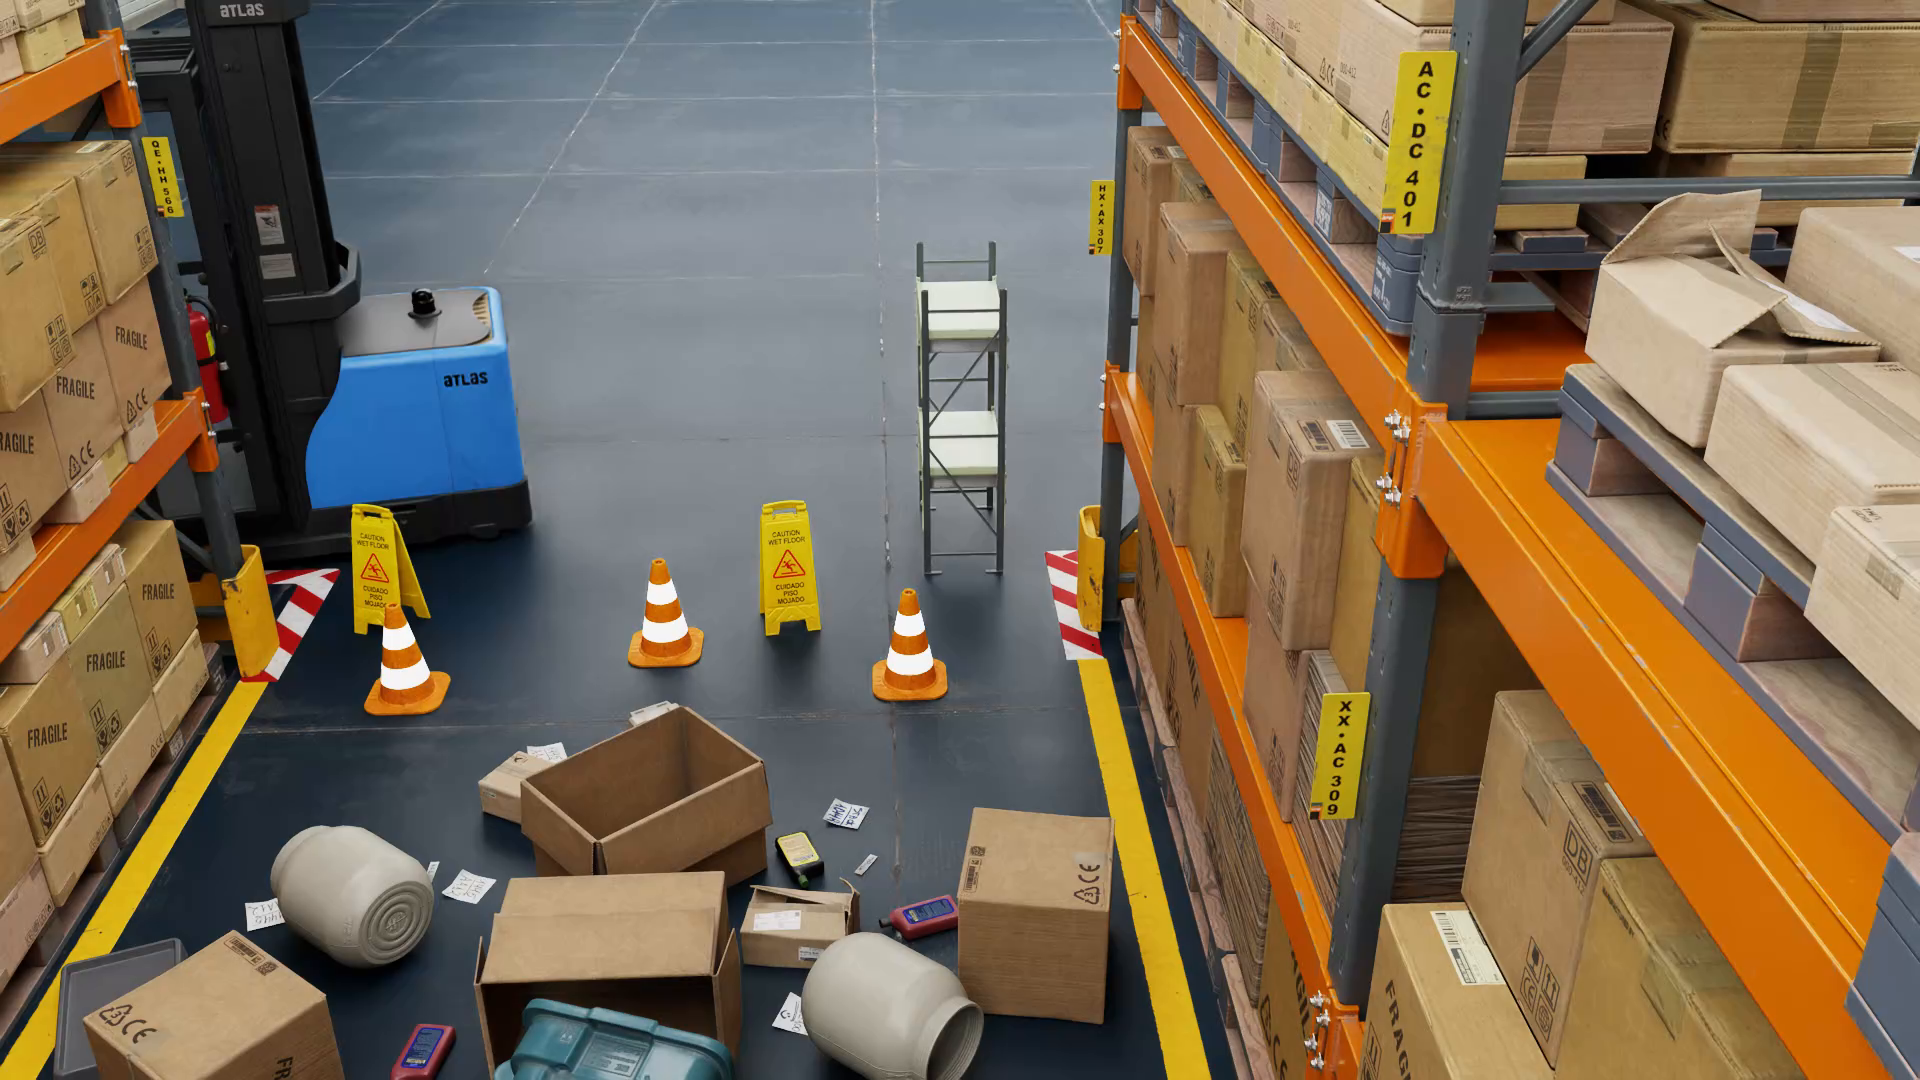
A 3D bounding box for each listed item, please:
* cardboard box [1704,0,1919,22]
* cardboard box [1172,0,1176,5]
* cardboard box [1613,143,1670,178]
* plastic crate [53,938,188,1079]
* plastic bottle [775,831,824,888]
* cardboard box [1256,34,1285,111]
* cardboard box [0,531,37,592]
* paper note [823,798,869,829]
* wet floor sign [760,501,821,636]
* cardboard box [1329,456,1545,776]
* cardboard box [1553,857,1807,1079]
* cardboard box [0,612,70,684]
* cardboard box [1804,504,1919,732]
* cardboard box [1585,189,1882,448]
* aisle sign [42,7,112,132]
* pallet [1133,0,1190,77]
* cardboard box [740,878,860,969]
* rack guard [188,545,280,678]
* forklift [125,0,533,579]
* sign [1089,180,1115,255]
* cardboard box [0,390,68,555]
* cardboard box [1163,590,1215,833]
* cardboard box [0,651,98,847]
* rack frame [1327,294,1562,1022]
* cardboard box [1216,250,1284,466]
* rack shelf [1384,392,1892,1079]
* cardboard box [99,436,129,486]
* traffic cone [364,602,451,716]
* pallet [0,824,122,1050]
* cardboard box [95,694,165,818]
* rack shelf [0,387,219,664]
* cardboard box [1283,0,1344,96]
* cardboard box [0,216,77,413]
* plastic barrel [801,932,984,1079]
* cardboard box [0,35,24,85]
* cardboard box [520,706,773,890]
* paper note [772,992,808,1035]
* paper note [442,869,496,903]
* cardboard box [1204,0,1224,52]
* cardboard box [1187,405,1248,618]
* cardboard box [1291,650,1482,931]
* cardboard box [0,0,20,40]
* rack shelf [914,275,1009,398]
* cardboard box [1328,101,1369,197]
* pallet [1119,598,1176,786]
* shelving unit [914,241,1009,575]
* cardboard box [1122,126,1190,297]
[{"bbox_3d":[1.692,-1.105,3.229,0.380,0.149,0.250,-1,28,-2],"label":"cardboard box"},{"bbox_3d":[0.901,-1.906,5.627,0.380,0.149,0.250,-1,28,-2],"label":"cardboard box"},{"bbox_3d":[1.676,-0.871,3.643,0.380,0.149,0.250,-1,28,-2],"label":"cardboard box"},{"bbox_3d":[-2.830,1.589,5.616,0.402,0.080,0.583,-11,30,-20],"label":"plastic crate"},{"bbox_3d":[-0.601,1.221,6.342,0.133,0.061,0.283,-11,30,-20],"label":"plastic bottle"},{"bbox_3d":[0.980,-1.205,4.282,0.380,0.149,0.250,-1,28,-2],"label":"cardboard box"},{"bbox_3d":[-3.406,0.060,5.662,0.380,0.149,0.250,-2,28,-3],"label":"cardboard box"},{"bbox_3d":[-0.453,1.089,6.630,0.144,0.017,0.142,8,29,15],"label":"paper note"},{"bbox_3d":[-0.816,0.105,7.852,0.267,0.644,0.232,-6,28,-11],"label":"wet floor sign"},{"bbox_3d":[1.386,0.157,3.875,0.875,0.550,0.550,-1,28,-3],"label":"cardboard box"},{"bbox_3d":[1.432,0.853,2.682,0.700,0.500,0.500,-2,28,-3],"label":"cardboard box"},{"bbox_3d":[-3.365,0.375,5.794,0.380,0.149,0.250,0,28,0],"label":"cardboard box"},{"bbox_3d":[1.185,0.078,1.823,0.380,0.149,0.250,-1,28,-3],"label":"cardboard box"},{"bbox_3d":[1.154,-0.342,2.502,0.258,0.266,0.396,-2,28,-3],"label":"cardboard box"},{"bbox_3d":[-3.489,-1.996,6.522,0.394,0.787,0.004,-1,28,-3],"label":"aisle sign"},{"bbox_3d":[1.212,-1.922,6.044,1.003,0.211,1.213,-1,28,-3],"label":"pallet"},{"bbox_3d":[-0.558,1.337,5.900,0.396,0.266,0.258,3,28,6],"label":"cardboard box"},{"bbox_3d":[-3.771,0.336,7.565,1.175,0.500,0.348,-1,28,-3],"label":"rack guard"},{"bbox_3d":[-3.840,-1.347,8.164,3.031,2.935,1.130,-8,29,-14],"label":"forklift"},{"bbox_3d":[0.608,-1.382,7.134,0.100,0.325,0.005,-1,28,-3],"label":"sign"},{"bbox_3d":[-3.428,-0.277,5.608,0.500,0.500,0.500,-2,28,-3],"label":"cardboard box"},{"bbox_3d":[1.312,0.500,6.391,0.875,0.875,0.875,-2,28,-3],"label":"cardboard box"},{"bbox_3d":[-3.423,0.731,5.813,0.500,0.500,0.500,-2,28,-4],"label":"cardboard box"},{"bbox_3d":[1.371,0.874,3.831,1.000,3.000,0.127,-1,28,-3],"label":"rack frame"},{"bbox_3d":[1.315,-0.591,5.310,0.875,0.550,0.500,-1,28,-3],"label":"cardboard box"},{"bbox_3d":[1.476,0.786,1.533,1.077,0.370,4.000,-1,28,-3],"label":"rack shelf"},{"bbox_3d":[-3.426,-0.295,6.344,0.380,0.149,0.250,-2,28,-4],"label":"cardboard box"},{"bbox_3d":[-2.465,0.485,7.320,0.336,0.463,0.334,-1,28,-3],"label":"traffic cone"},{"bbox_3d":[-3.704,1.402,5.833,1.003,0.211,1.213,-1,28,-3],"label":"pallet"},{"bbox_3d":[-3.445,0.832,6.431,0.500,0.250,0.500,-1,28,-2],"label":"cardboard box"},{"bbox_3d":[-3.671,0.435,5.450,1.077,0.370,4.000,-1,28,-3],"label":"rack shelf"},{"bbox_3d":[1.063,-1.207,3.855,0.500,0.250,0.500,-1,28,-3],"label":"cardboard box"},{"bbox_3d":[-3.382,-0.729,5.394,0.700,0.500,0.500,-2,28,-3],"label":"cardboard box"},{"bbox_3d":[-0.220,1.529,5.361,0.512,0.421,0.421,19,33,32],"label":"plastic barrel"},{"bbox_3d":[-3.452,-1.630,5.660,0.380,0.149,0.250,-1,28,-1],"label":"cardboard box"},{"bbox_3d":[-1.155,1.049,6.194,0.797,0.503,0.637,-23,35,-37],"label":"cardboard box"},{"bbox_3d":[-0.527,1.611,5.638,0.172,0.023,0.155,8,29,15],"label":"paper note"},{"bbox_3d":[-1.844,1.298,6.240,0.148,0.019,0.142,8,29,15],"label":"paper note"},{"bbox_3d":[0.940,-1.556,4.956,0.380,0.149,0.250,-1,28,-2],"label":"cardboard box"},{"bbox_3d":[1.250,-0.111,5.557,0.875,0.550,0.500,-1,28,-3],"label":"cardboard box"},{"bbox_3d":[1.340,0.637,4.123,0.875,0.550,0.550,-1,28,-3],"label":"cardboard box"},{"bbox_3d":[-3.468,-1.740,5.440,0.500,0.250,0.500,-2,28,-3],"label":"cardboard box"},{"bbox_3d":[0.000,-1.014,8.229,0.431,0.370,0.720,-1,28,-3],"label":"rack shelf"},{"bbox_3d":[1.020,-0.852,3.606,0.380,0.149,0.250,-1,28,-2],"label":"cardboard box"},{"bbox_3d":[1.282,0.630,7.314,1.003,0.211,1.213,-1,28,-3],"label":"pallet"},{"bbox_3d":[0.000,-0.668,8.409,0.431,1.500,0.755,-1,28,-3],"label":"shelving unit"},{"bbox_3d":[1.143,-1.347,6.758,0.875,0.550,0.550,-1,28,-3],"label":"cardboard box"}]
